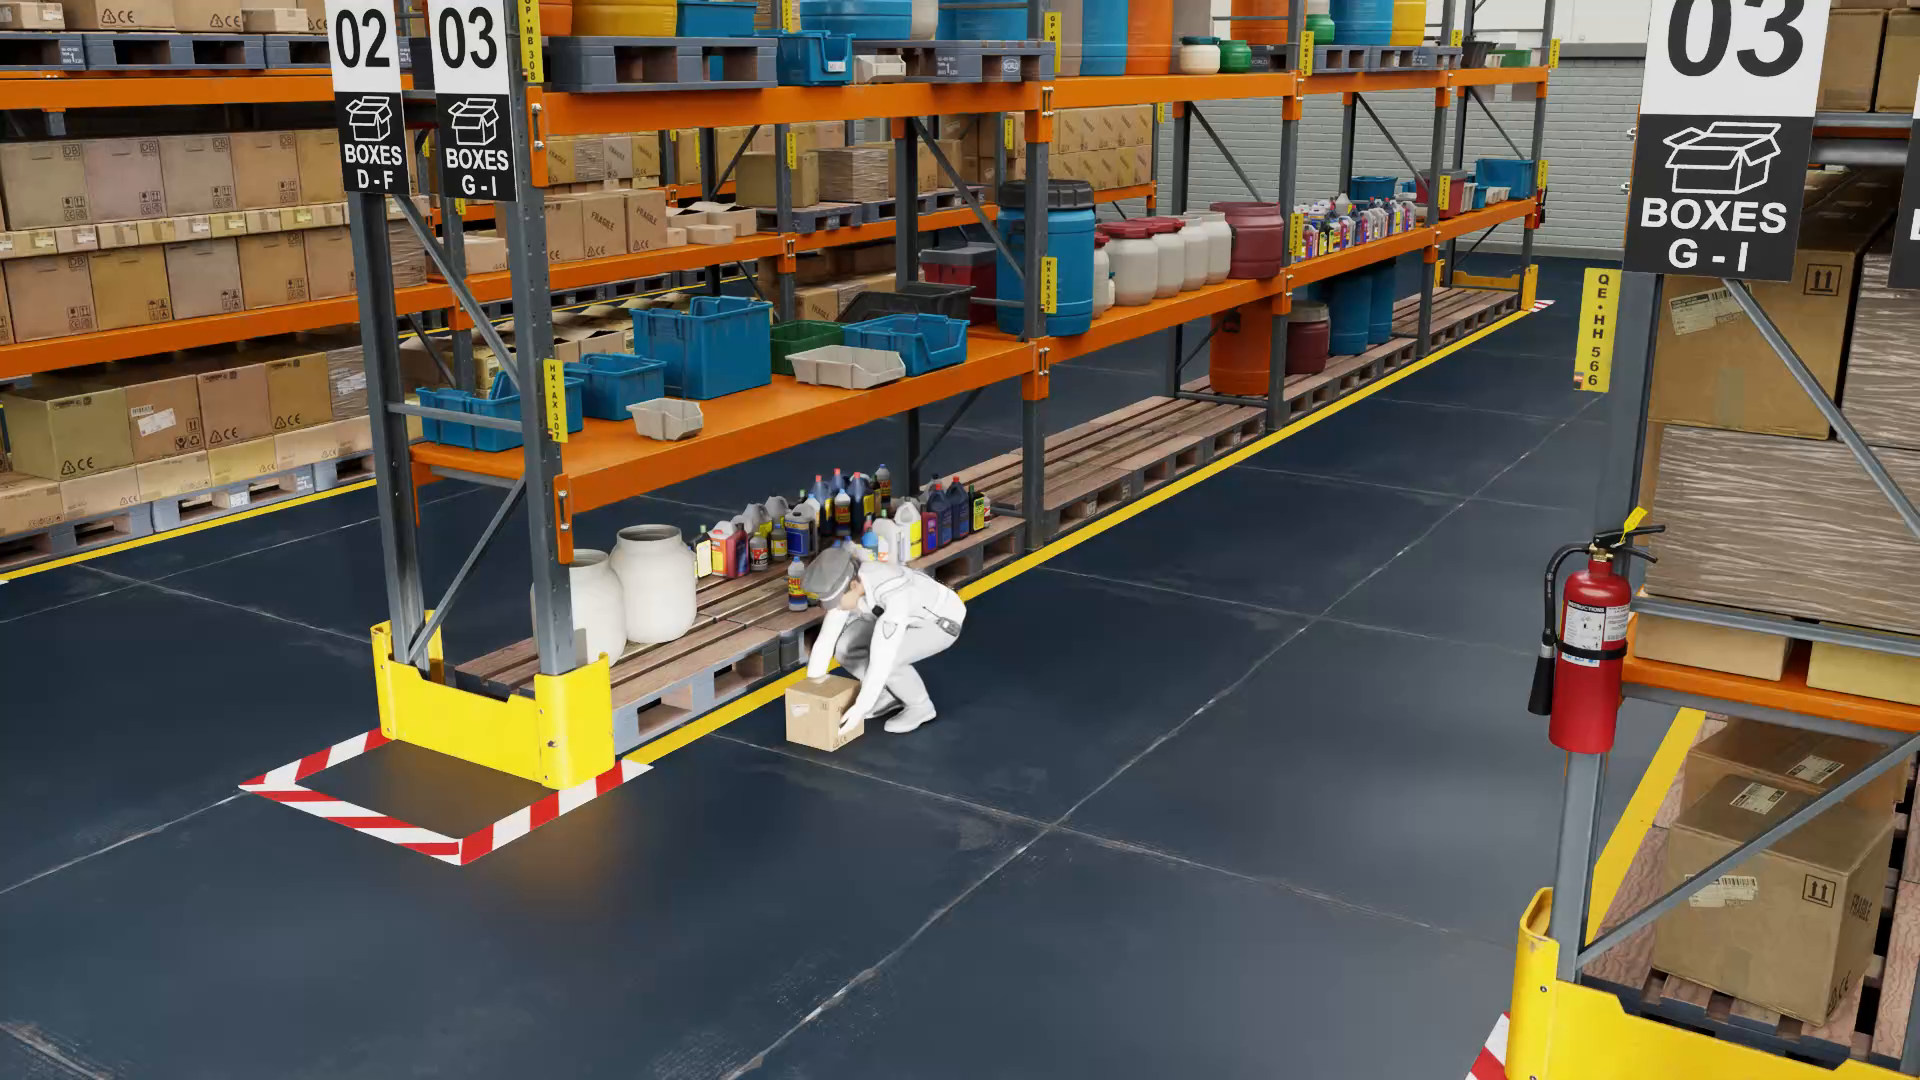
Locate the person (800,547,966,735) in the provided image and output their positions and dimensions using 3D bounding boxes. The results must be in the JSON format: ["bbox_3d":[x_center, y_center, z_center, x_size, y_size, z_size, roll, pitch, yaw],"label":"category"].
[{"bbox_3d":[-0.351,0.415,7.491,0.854,0.900,0.473,-13,21,-38],"label":"person"}]
